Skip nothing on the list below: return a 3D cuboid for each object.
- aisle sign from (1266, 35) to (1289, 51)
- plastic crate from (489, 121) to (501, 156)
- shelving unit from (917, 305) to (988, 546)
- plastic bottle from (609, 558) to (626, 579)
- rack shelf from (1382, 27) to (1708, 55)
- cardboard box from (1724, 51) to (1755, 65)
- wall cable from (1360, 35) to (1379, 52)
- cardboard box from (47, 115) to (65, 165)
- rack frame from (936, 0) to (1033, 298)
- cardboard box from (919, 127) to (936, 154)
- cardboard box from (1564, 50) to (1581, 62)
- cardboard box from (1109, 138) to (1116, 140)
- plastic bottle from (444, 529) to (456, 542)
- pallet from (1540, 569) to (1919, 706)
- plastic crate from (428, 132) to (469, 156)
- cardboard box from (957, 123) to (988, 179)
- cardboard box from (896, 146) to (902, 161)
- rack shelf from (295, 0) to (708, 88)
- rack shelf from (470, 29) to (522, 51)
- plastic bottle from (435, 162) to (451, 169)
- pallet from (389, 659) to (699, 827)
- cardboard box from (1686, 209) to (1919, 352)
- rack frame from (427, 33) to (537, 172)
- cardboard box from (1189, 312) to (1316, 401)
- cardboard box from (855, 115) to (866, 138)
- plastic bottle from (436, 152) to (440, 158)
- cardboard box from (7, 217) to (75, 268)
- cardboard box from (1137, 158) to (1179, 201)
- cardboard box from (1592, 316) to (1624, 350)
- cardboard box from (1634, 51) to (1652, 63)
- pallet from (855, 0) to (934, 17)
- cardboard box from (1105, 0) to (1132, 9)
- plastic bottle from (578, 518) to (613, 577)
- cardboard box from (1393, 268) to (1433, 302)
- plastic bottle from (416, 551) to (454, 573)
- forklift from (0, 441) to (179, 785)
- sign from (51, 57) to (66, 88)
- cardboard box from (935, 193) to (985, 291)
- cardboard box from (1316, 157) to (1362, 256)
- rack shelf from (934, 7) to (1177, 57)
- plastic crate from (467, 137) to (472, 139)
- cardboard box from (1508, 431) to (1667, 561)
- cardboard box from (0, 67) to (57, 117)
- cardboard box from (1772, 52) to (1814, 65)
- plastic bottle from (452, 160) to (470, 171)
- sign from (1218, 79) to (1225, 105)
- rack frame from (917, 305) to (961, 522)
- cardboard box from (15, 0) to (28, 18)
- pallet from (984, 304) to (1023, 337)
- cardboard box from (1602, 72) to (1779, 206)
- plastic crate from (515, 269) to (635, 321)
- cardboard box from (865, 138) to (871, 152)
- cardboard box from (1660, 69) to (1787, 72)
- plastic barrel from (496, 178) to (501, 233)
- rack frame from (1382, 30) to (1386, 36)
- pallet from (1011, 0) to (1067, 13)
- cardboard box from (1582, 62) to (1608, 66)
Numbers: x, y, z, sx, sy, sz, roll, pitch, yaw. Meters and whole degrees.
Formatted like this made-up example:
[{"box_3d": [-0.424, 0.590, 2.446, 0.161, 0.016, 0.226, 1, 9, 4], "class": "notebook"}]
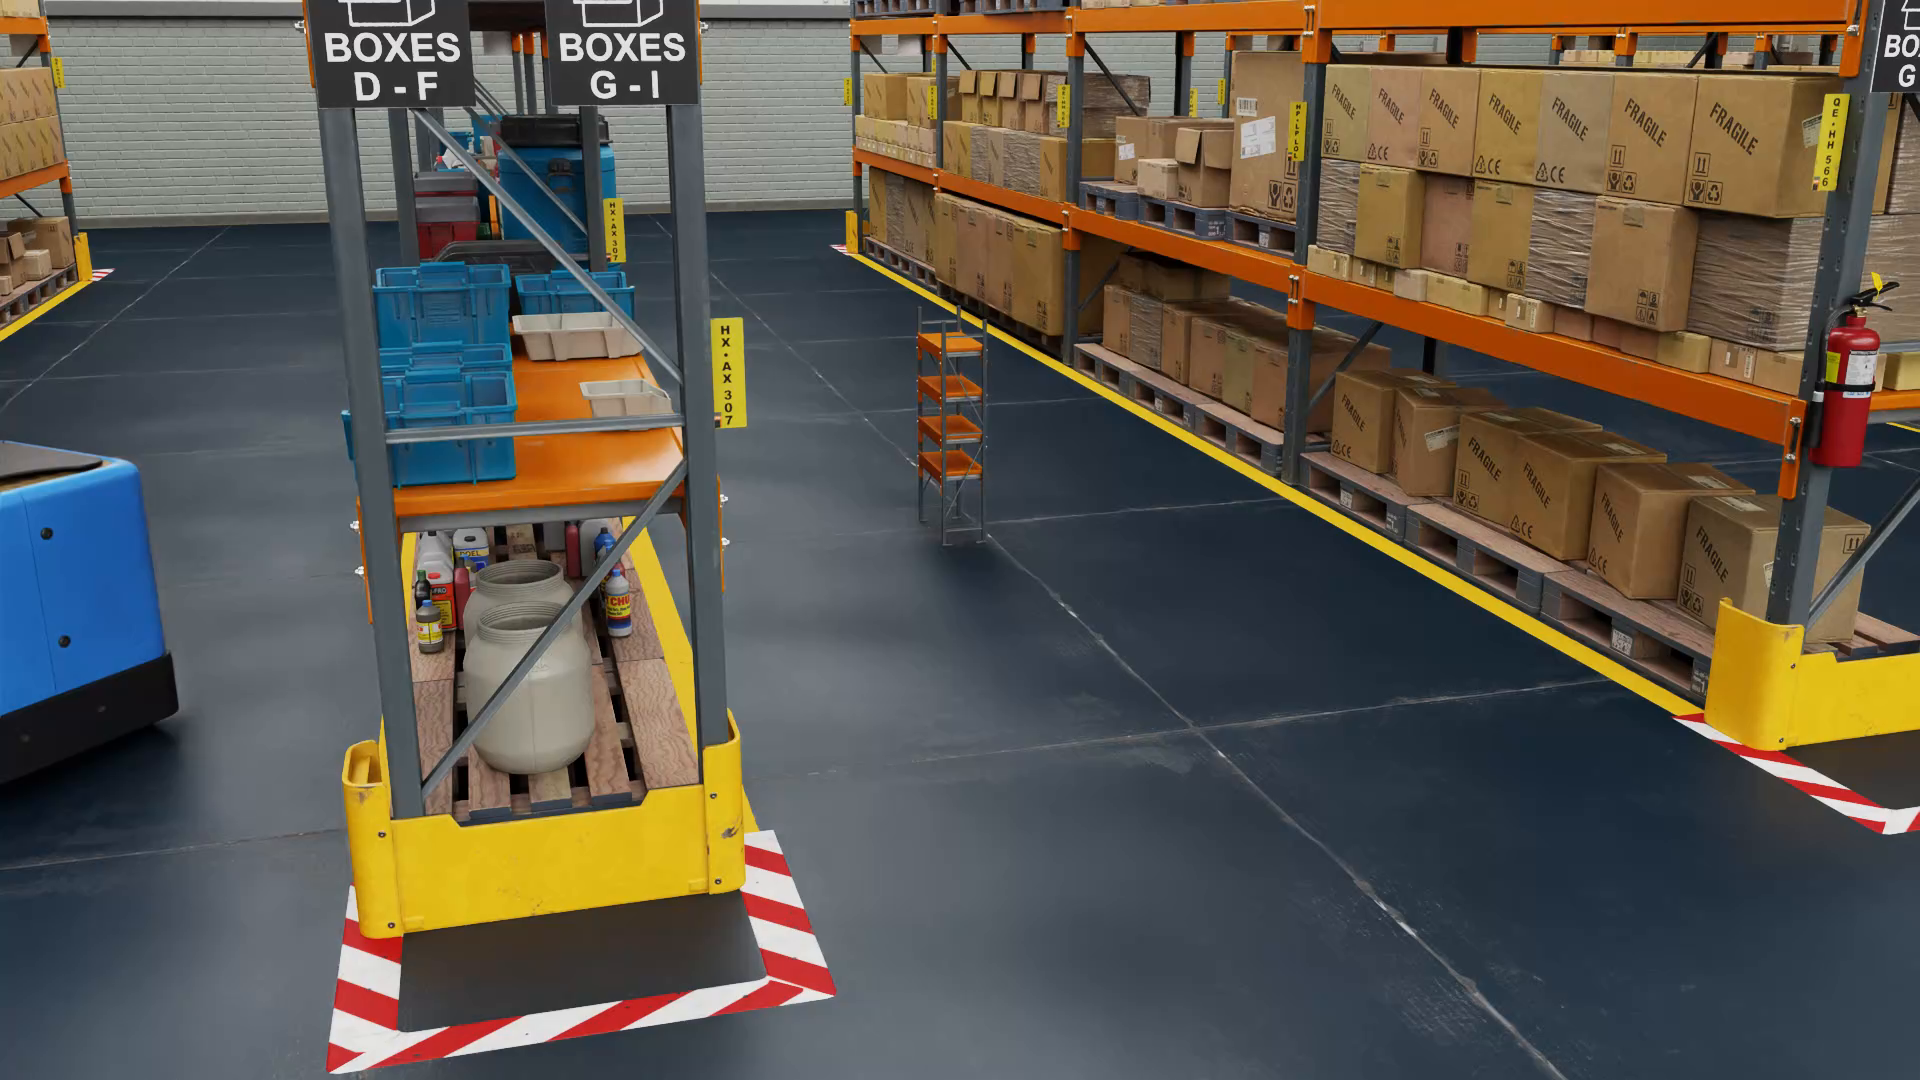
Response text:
[{"box_3d": [4.217, -6.785, 21.807, 0.394, 0.787, 0.004, -5, 17, -15], "class": "aisle sign"}, {"box_3d": [-4.515, -3.960, 16.706, 0.402, 0.464, 0.583, -5, 17, -15], "class": "plastic crate"}, {"box_3d": [-0.045, -0.620, 8.932, 0.258, 1.200, 0.503, -5, 17, -15], "class": "shelving unit"}, {"box_3d": [-1.456, 0.185, 7.078, 0.061, 0.283, 0.133, -4, 17, -14], "class": "plastic bottle"}, {"box_3d": [5.598, -4.929, 16.182, 1.077, 0.370, 4.000, -5, 17, -15], "class": "rack shelf"}, {"box_3d": [9.421, -5.788, 19.967, 0.380, 0.149, 0.250, -4, 17, -14], "class": "cardboard box"}, {"box_3d": [7.109, -7.975, 28.467, 0.585, 1.953, 0.123, -5, 17, -15], "class": "wall cable"}, {"box_3d": [-9.989, -4.295, 17.864, 0.500, 0.500, 0.500, -4, 17, -14], "class": "cardboard box"}, {"box_3d": [0.252, -4.026, 17.139, 1.000, 3.000, 0.127, -5, 17, -15], "class": "rack frame"}, {"box_3d": [-0.122, -4.198, 17.456, 0.500, 0.250, 0.500, -5, 17, -16], "class": "cardboard box"}, {"box_3d": [8.512, -6.633, 22.780, 0.380, 0.149, 0.250, -4, 17, -14], "class": "cardboard box"}, {"box_3d": [1.479, -3.123, 13.961, 0.500, 0.500, 0.500, -4, 17, -14], "class": "cardboard box"}, {"box_3d": [-2.361, 0.021, 7.646, 0.097, 0.271, 0.097, 0, 17, 0], "class": "plastic bottle"}, {"box_3d": [3.339, 0.381, 7.318, 1.003, 0.211, 1.213, -5, 17, -15], "class": "pallet"}, {"box_3d": [-4.967, -3.757, 16.170, 0.392, 0.384, 0.575, -5, 17, -15], "class": "plastic crate"}, {"box_3d": [0.277, -3.787, 16.173, 0.500, 0.500, 0.500, -5, 17, -15], "class": "cardboard box"}, {"box_3d": [-0.501, -4.319, 18.553, 0.380, 0.149, 0.250, -5, 17, -16], "class": "cardboard box"}, {"box_3d": [-1.763, -1.960, 6.299, 1.077, 0.370, 4.000, -5, 17, -15], "class": "rack shelf"}, {"box_3d": [-5.060, -5.279, 17.349, 1.077, 0.370, 4.000, -5, 17, -15], "class": "rack shelf"}, {"box_3d": [-4.432, -3.096, 14.261, 0.152, 0.276, 0.135, -5, 17, -15], "class": "plastic bottle"}, {"box_3d": [-1.497, 0.778, 5.994, 1.003, 0.211, 1.213, -5, 17, -15], "class": "pallet"}, {"box_3d": [3.425, -1.051, 6.546, 0.875, 0.500, 0.500, -5, 17, -15], "class": "cardboard box"}, {"box_3d": [-4.511, -3.634, 15.836, 1.000, 3.000, 0.127, -5, 17, -15], "class": "rack frame"}, {"box_3d": [2.035, -1.286, 11.599, 0.700, 0.500, 0.500, -6, 18, -20], "class": "cardboard box"}, {"box_3d": [-0.975, -5.049, 20.289, 0.500, 0.250, 0.500, -5, 17, -17], "class": "cardboard box"}, {"box_3d": [-4.820, -3.443, 15.403, 0.061, 0.283, 0.133, -5, 17, -15], "class": "plastic bottle"}, {"box_3d": [-9.987, -3.232, 18.079, 0.500, 0.500, 0.500, -5, 17, -15], "class": "cardboard box"}, {"box_3d": [1.590, -2.567, 11.813, 0.500, 0.250, 0.500, -5, 17, -17], "class": "cardboard box"}, {"box_3d": [3.003, -0.926, 7.256, 0.380, 0.149, 0.250, -5, 17, -15], "class": "cardboard box"}, {"box_3d": [8.898, -6.201, 21.341, 0.380, 0.149, 0.250, -5, 17, -17], "class": "cardboard box"}, {"box_3d": [-0.634, -6.322, 19.724, 1.003, 0.211, 1.213, -5, 17, -15], "class": "pallet"}, {"box_3d": [1.376, -3.992, 12.074, 0.500, 0.250, 0.500, -4, 17, -14], "class": "cardboard box"}, {"box_3d": [-1.676, 0.016, 7.656, 0.152, 0.276, 0.135, -4, 17, -14], "class": "plastic bottle"}, {"box_3d": [2.478, -1.331, 8.606, 0.380, 0.149, 0.250, -5, 17, -15], "class": "cardboard box"}, {"box_3d": [-2.220, 0.195, 7.057, 0.152, 0.276, 0.135, -5, 17, -17], "class": "plastic bottle"}, {"box_3d": [-4.599, -0.739, 6.317, 3.031, 2.935, 1.130, 8, 19, 26], "class": "forklift"}, {"box_3d": [-9.835, -5.094, 18.135, 0.100, 0.325, 0.005, -5, 17, -15], "class": "sign"}, {"box_3d": [0.447, -3.034, 16.801, 1.225, 0.875, 0.875, -5, 17, -15], "class": "cardboard box"}, {"box_3d": [2.514, -1.874, 9.285, 0.875, 0.500, 0.500, -5, 17, -15], "class": "cardboard box"}, {"box_3d": [0.801, -4.564, 14.970, 1.077, 0.370, 4.000, -5, 17, -15], "class": "rack shelf"}, {"box_3d": [-5.497, -4.230, 18.008, 0.416, 0.233, 0.300, -5, 17, -15], "class": "plastic crate"}, {"box_3d": [3.043, -0.222, 8.091, 0.500, 0.500, 0.500, -3, 17, -10], "class": "cardboard box"}, {"box_3d": [-9.987, -4.775, 17.723, 0.500, 0.500, 0.500, -5, 17, -16], "class": "cardboard box"}, {"box_3d": [9.943, -5.754, 19.855, 0.380, 0.149, 0.250, -5, 17, -16], "class": "cardboard box"}, {"box_3d": [-4.349, -3.172, 14.515, 0.152, 0.276, 0.135, -5, 17, -15], "class": "plastic bottle"}, {"box_3d": [3.427, -5.868, 21.768, 0.100, 0.325, 0.005, -5, 17, -15], "class": "sign"}, {"box_3d": [-0.113, -0.688, 9.157, 0.240, 1.200, 0.015, -5, 17, -15], "class": "rack frame"}, {"box_3d": [-9.852, -5.454, 16.942, 0.500, 0.250, 0.500, -5, 17, -15], "class": "cardboard box"}, {"box_3d": [0.875, -2.145, 15.724, 1.003, 0.211, 1.213, -5, 17, -15], "class": "pallet"}, {"box_3d": [3.018, -1.646, 6.789, 0.500, 0.500, 0.500, -5, 17, -15], "class": "cardboard box"}, {"box_3d": [-1.747, -1.065, 7.543, 0.499, 0.251, 0.616, -5, 17, -15], "class": "plastic crate"}, {"box_3d": [-0.925, -4.746, 19.974, 0.380, 0.149, 0.250, -5, 17, -17], "class": "cardboard box"}, {"box_3d": [3.391, -1.826, 7.389, 0.500, 0.500, 0.500, -5, 17, -15], "class": "cardboard box"}, {"box_3d": [-2.808, -2.197, 10.857, 0.421, 0.512, 0.421, 0, 17, 0], "class": "plastic barrel"}, {"box_3d": [5.048, -4.390, 18.352, 1.000, 3.000, 0.127, -5, 17, -15], "class": "rack frame"}, {"box_3d": [1.123, -4.439, 13.631, 1.213, 0.211, 1.003, -4, 17, -13], "class": "pallet"}, {"box_3d": [8.687, -6.145, 22.282, 0.500, 0.500, 0.500, -5, 17, -17], "class": "cardboard box"}]
